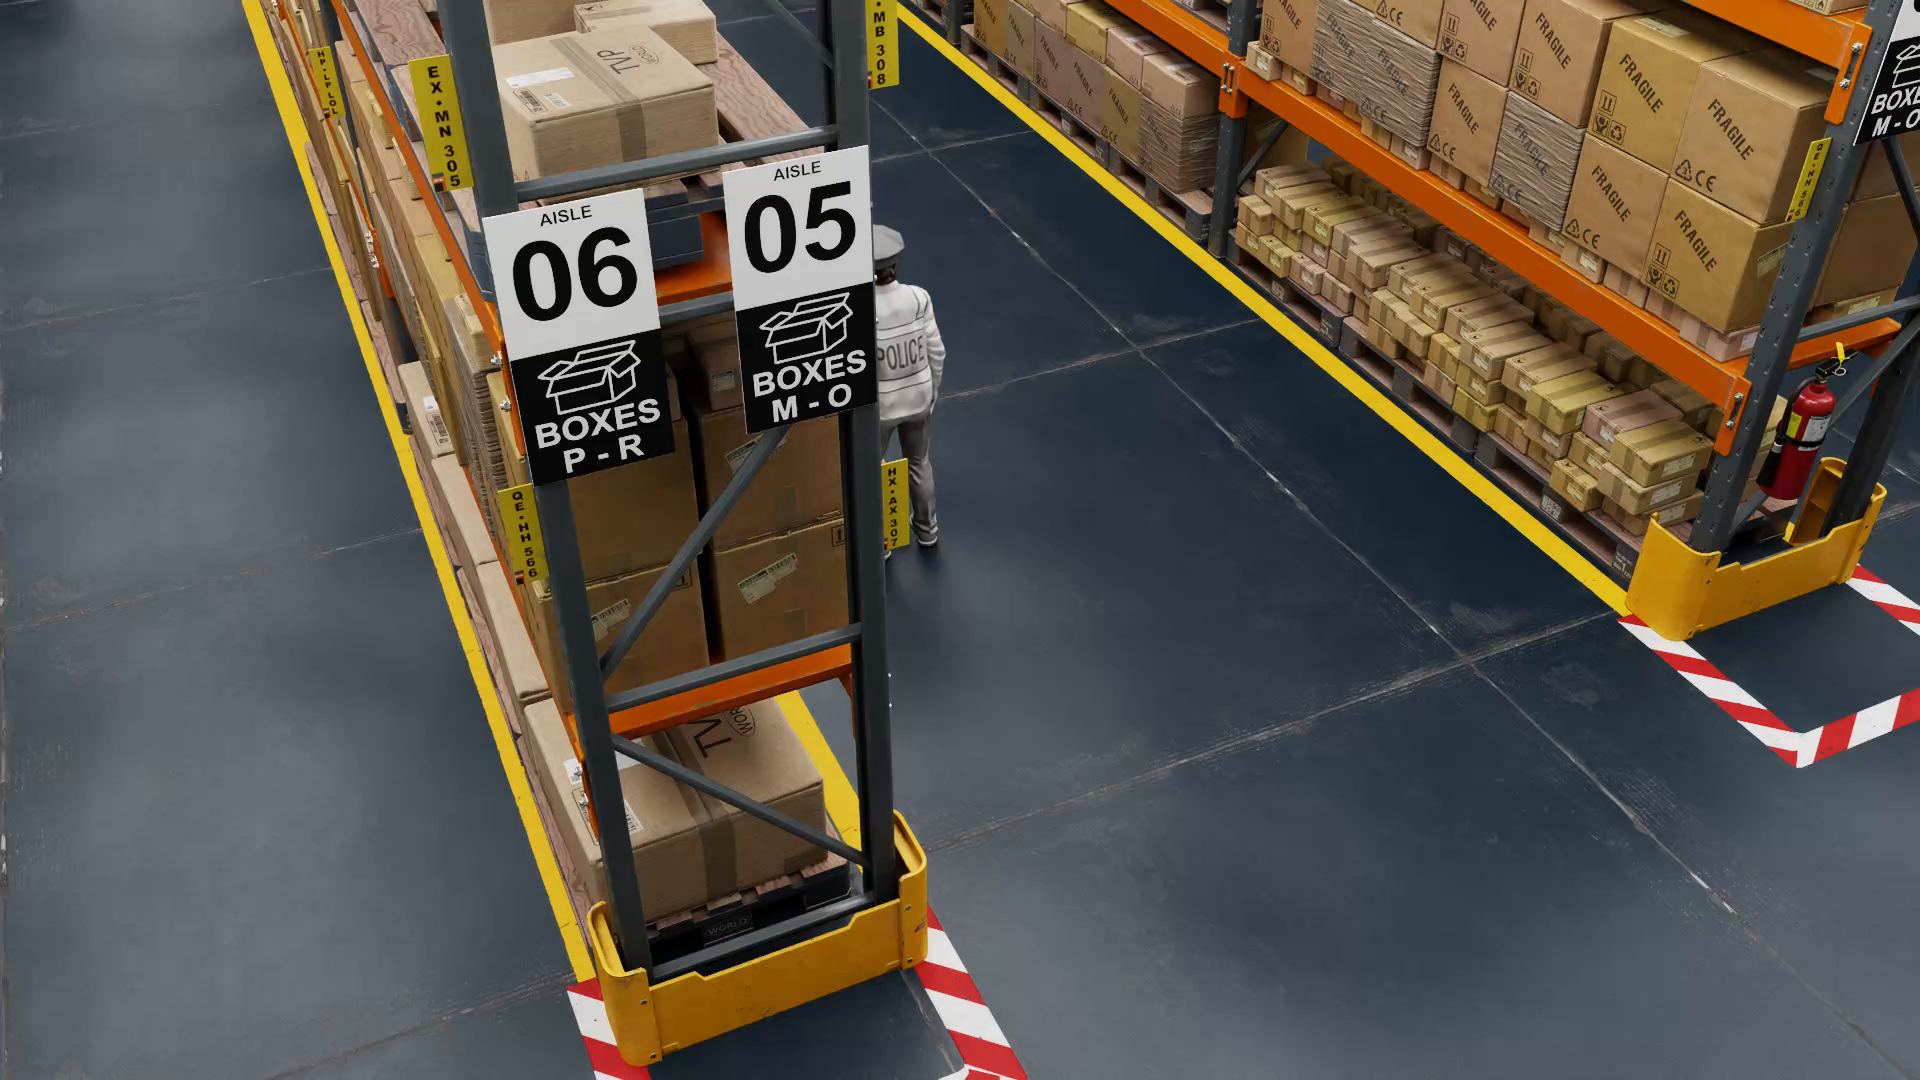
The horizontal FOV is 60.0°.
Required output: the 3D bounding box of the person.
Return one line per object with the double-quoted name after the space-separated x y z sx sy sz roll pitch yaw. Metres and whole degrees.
-0.324 -0.638 7.682 0.528 1.663 0.372 -17 41 -21 "person"
